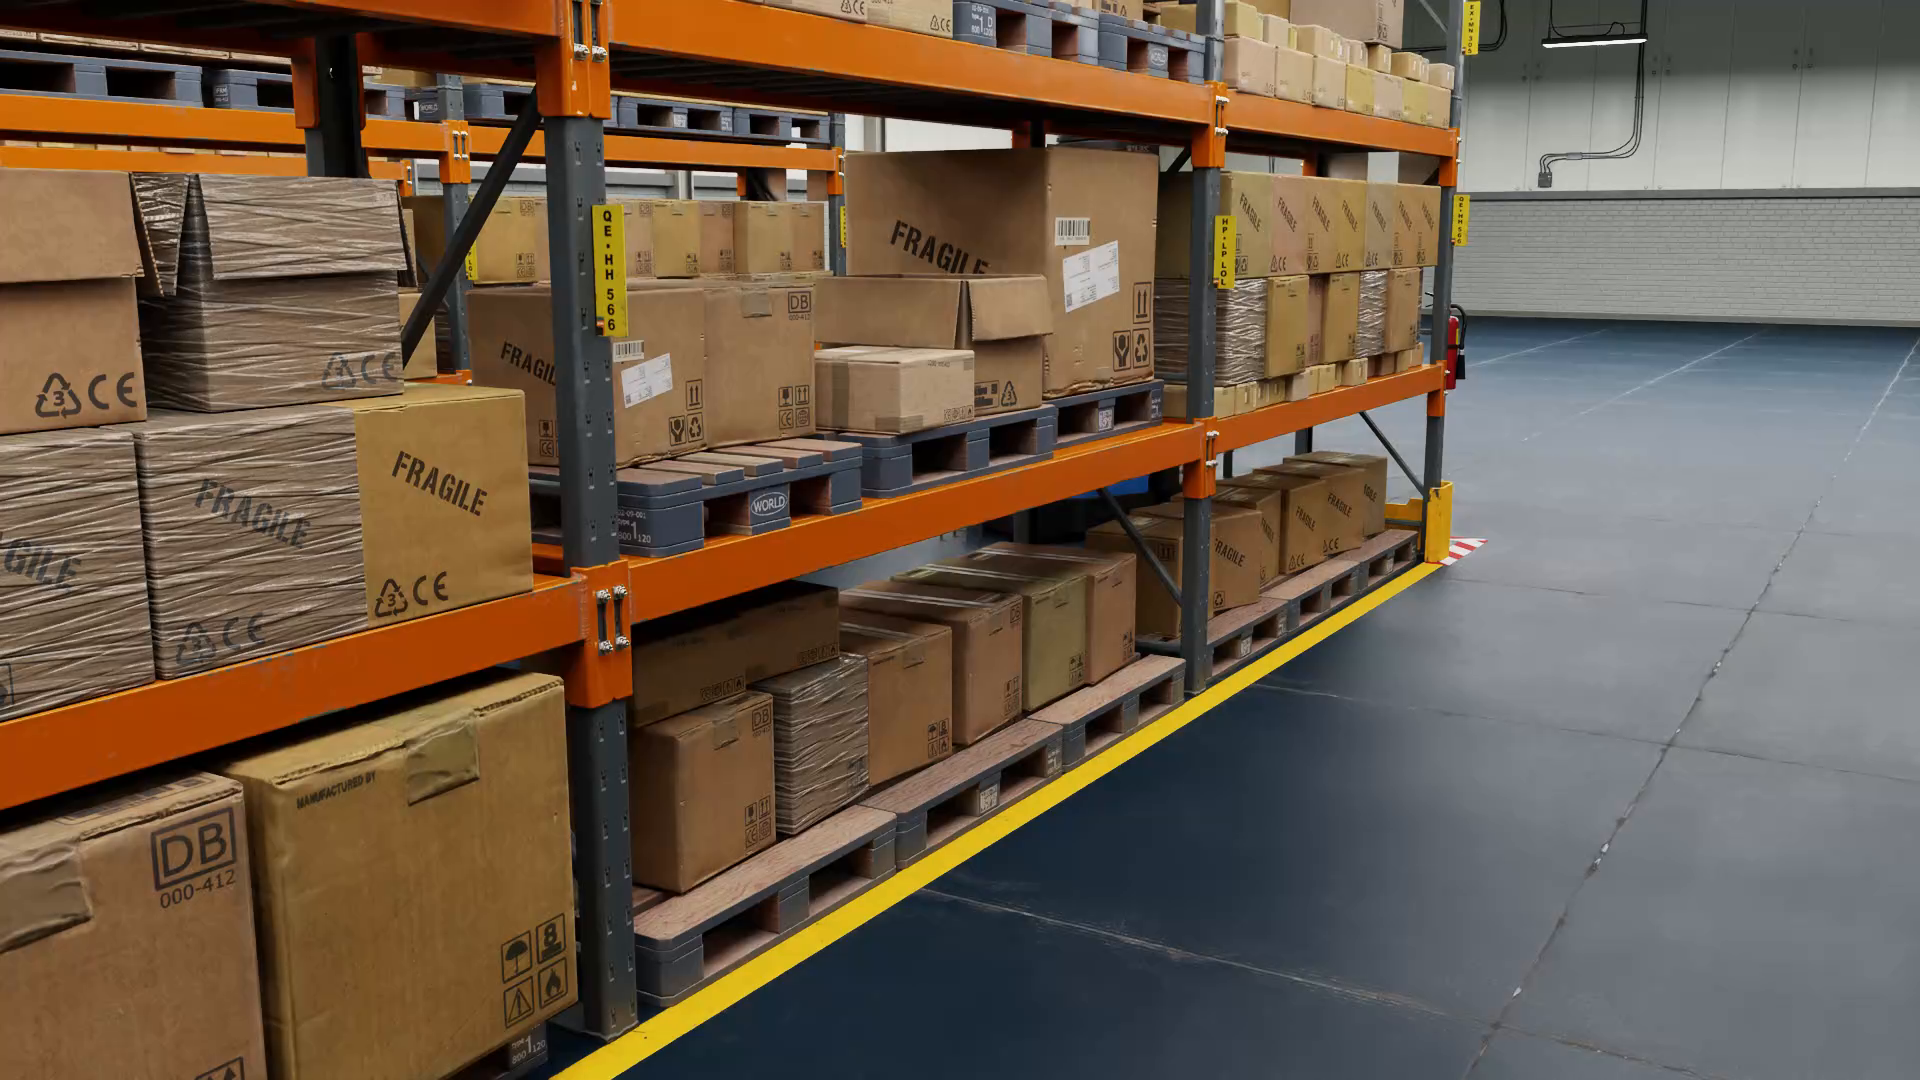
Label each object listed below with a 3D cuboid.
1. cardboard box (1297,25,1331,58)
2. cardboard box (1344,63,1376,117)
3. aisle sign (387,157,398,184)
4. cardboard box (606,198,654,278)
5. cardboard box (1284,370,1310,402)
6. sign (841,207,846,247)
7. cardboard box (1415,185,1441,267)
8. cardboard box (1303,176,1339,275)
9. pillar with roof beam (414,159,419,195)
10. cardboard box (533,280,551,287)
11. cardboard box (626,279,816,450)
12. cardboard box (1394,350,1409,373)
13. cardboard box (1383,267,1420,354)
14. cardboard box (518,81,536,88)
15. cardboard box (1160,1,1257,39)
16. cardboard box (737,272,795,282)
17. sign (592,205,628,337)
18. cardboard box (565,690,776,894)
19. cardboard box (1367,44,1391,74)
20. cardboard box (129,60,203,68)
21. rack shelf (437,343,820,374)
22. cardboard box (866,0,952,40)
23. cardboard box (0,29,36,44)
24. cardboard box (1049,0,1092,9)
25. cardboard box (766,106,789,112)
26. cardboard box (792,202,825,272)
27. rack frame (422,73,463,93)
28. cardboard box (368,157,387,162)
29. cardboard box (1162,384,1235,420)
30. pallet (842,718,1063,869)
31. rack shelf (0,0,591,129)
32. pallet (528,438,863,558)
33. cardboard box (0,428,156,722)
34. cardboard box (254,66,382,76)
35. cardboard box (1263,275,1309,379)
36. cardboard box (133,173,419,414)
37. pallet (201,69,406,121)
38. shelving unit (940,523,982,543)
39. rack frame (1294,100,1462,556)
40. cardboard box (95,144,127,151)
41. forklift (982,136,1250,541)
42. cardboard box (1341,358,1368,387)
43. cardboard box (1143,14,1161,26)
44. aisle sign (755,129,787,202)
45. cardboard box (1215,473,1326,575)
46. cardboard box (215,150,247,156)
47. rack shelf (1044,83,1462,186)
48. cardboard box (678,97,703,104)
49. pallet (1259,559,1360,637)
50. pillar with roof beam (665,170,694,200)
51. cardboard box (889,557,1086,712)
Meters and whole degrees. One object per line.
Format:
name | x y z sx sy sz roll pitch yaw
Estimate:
cardboard box | 1.698 -2.570 8.618 0.380 0.149 0.250 6 12 30
cardboard box | 1.980 -2.478 9.210 0.500 0.250 0.500 6 12 30
aisle sign | -5.390 -3.622 16.001 0.394 0.787 0.004 6 12 31
cardboard box | -2.658 -2.105 11.619 0.875 0.550 0.550 6 12 31
cardboard box | 1.626 -0.824 8.800 0.380 0.149 0.250 6 12 31
sign | -0.930 -2.537 13.478 0.100 0.325 0.005 6 12 31
cardboard box | 2.726 -1.992 10.562 0.500 0.500 0.500 6 12 31
cardboard box | 1.692 -1.677 8.879 0.500 0.500 0.500 6 12 31
pillar with roof beam | -4.251 -6.294 21.032 9.100 9.000 0.400 6 12 31
cardboard box | -3.016 -1.498 11.310 0.875 0.550 0.550 6 12 31
cardboard box | -0.903 -0.599 5.504 0.700 0.500 0.500 9 14 39
cardboard box | 2.612 -1.144 10.511 0.380 0.149 0.250 6 12 31
cardboard box | 2.334 -1.437 10.313 0.875 0.500 0.500 6 12 31
cardboard box | -2.851 -2.948 10.585 0.380 0.149 0.250 6 12 31
cardboard box | 1.155 -2.405 7.735 0.380 0.149 0.250 6 12 29
cardboard box | -1.808 -1.828 13.073 0.875 0.550 0.550 6 12 31
sign | -0.877 -0.674 4.171 0.100 0.325 0.005 6 12 31
cardboard box | -1.023 0.748 5.321 0.700 0.500 0.500 6 12 28
cardboard box | 2.241 -2.735 9.498 0.380 0.149 0.250 6 12 28
cardboard box | -4.413 -2.687 9.189 0.380 0.149 0.250 6 12 31
rack shelf | -2.425 -1.237 12.281 1.077 0.370 4.000 6 12 31
cardboard box | -0.366 -1.770 5.429 0.500 0.250 0.500 7 13 32
cardboard box | -4.716 -2.475 7.781 0.500 0.250 0.500 7 13 32
cardboard box | 0.321 -2.244 6.775 0.396 0.266 0.258 7 13 33
cardboard box | -1.534 -3.347 12.714 0.380 0.149 0.250 7 12 32
cardboard box | -1.612 -2.455 13.490 0.875 0.550 0.550 6 12 31
rack frame | -3.463 -4.225 9.982 1.000 3.000 0.127 6 12 31
cardboard box | -5.616 -3.630 15.641 0.380 0.149 0.250 6 12 31
cardboard box | 1.092 -0.668 7.969 0.380 0.149 0.250 6 12 31
pallet | -0.312 0.899 6.491 1.003 0.211 1.213 6 12 31
rack shelf | -2.392 -0.964 2.668 1.077 0.370 4.000 6 12 31
pallet | -1.075 -0.185 5.229 1.213 0.211 1.003 6 12 31
cardboard box | -1.929 0.055 3.154 0.500 0.500 0.500 6 12 29
cardboard box | -3.693 -2.806 9.549 0.500 0.250 0.500 7 12 31
cardboard box | 1.299 -1.122 8.630 0.875 0.500 0.500 6 12 31
cardboard box | -1.747 -0.586 3.851 0.797 0.503 0.637 7 13 33
pallet | -3.897 -2.508 9.481 0.805 0.209 1.217 6 12 28
shelving unit | 0.008 -0.592 11.770 0.258 1.200 0.189 6 12 31
rack frame | 2.800 -1.416 11.279 1.000 3.000 0.127 6 12 31
cardboard box | -6.993 -3.231 13.505 0.380 0.149 0.250 7 13 32
forklift | 1.524 -1.602 12.460 3.031 2.935 1.130 -6 12 -27
cardboard box | 2.139 -0.982 9.643 0.380 0.149 0.250 6 12 31
cardboard box | 0.862 -2.495 8.218 0.380 0.149 0.250 7 12 31
aisle sign | -1.606 -3.223 13.868 0.394 0.787 0.004 6 12 31
cardboard box | 1.839 -0.103 9.918 0.500 0.500 0.500 8 13 36
cardboard box | -6.375 -3.385 14.327 0.380 0.149 0.250 6 12 30
rack shelf | 1.762 -2.222 9.389 1.077 0.370 4.000 6 12 31
cardboard box | -2.062 -3.187 11.861 0.380 0.149 0.250 7 12 31
pallet | 1.674 0.282 9.786 1.003 0.211 1.213 6 12 31
pillar with roof beam | -1.136 -7.237 26.073 9.100 9.000 0.400 6 12 31
cardboard box | 0.122 0.394 7.212 0.700 0.500 0.500 6 12 30
